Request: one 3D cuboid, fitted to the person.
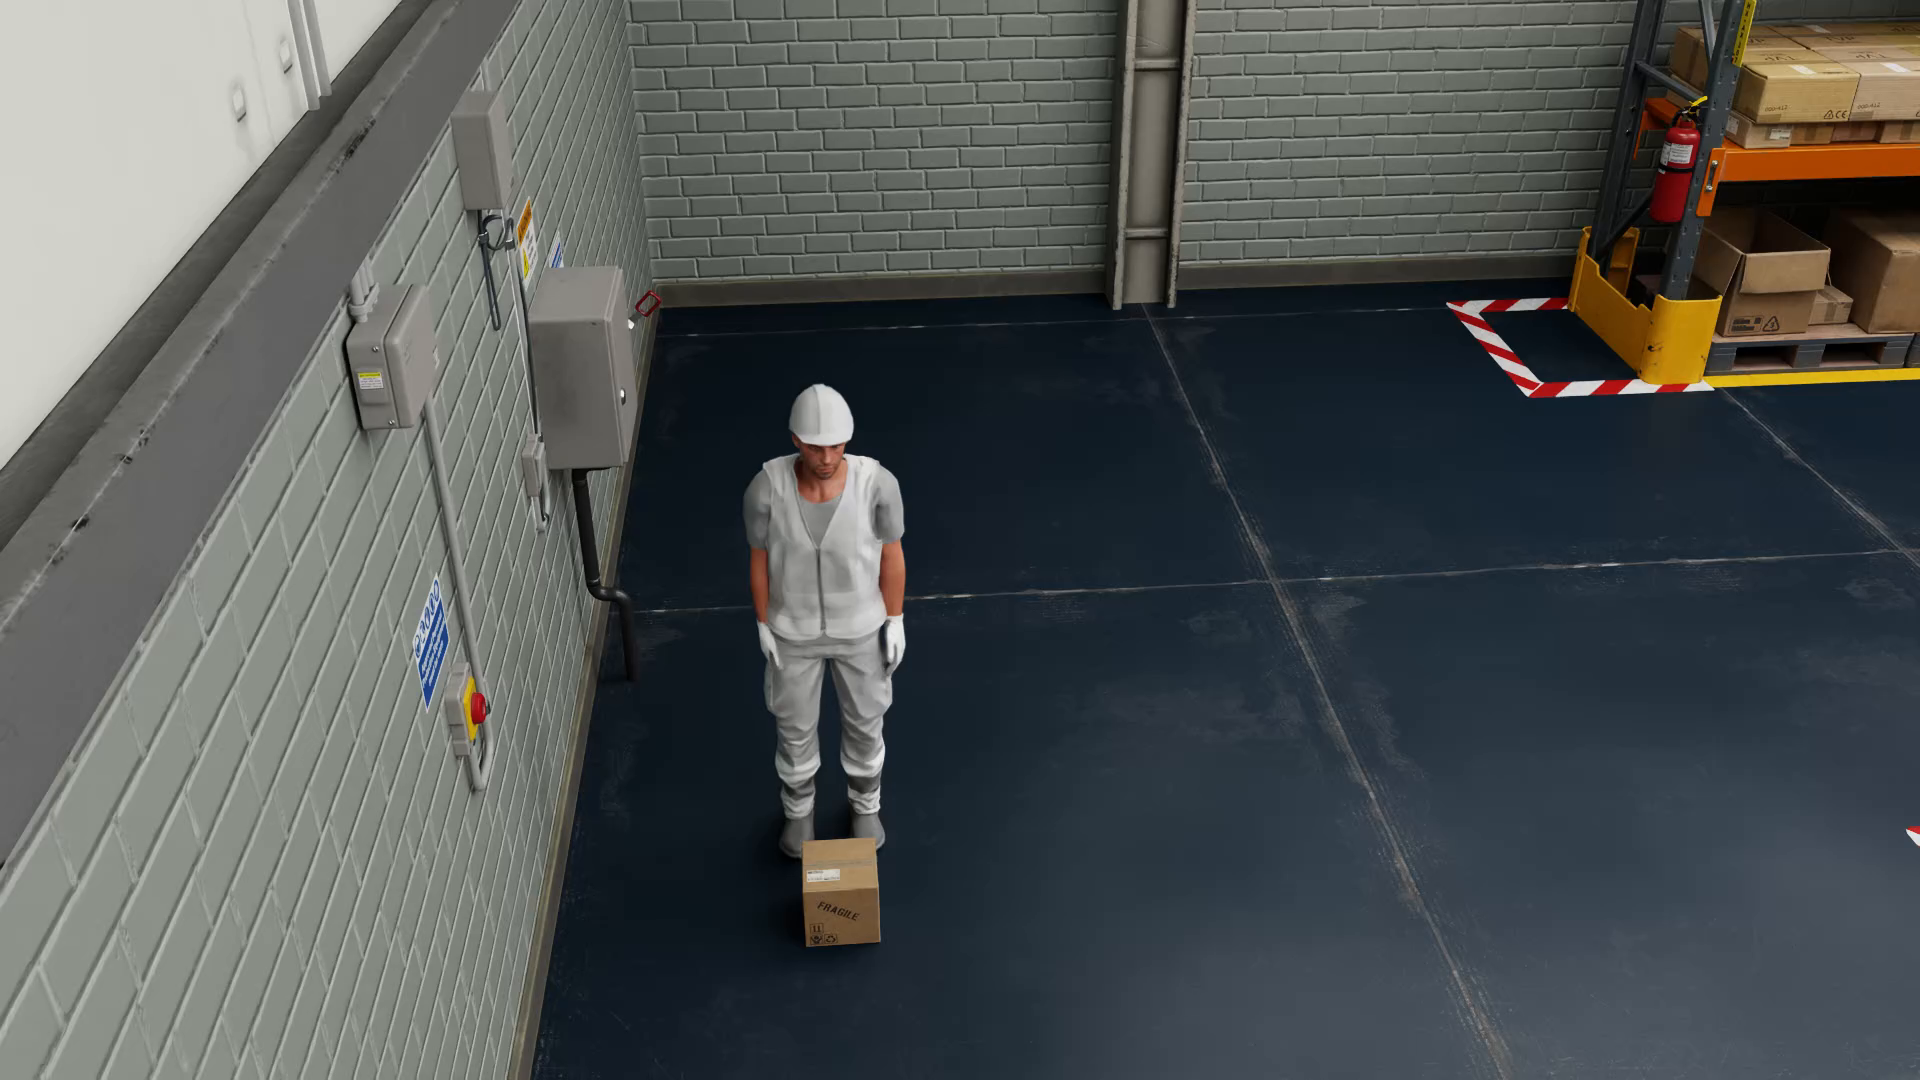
[{"bbox_3d":[-0.441,0.295,5.619,0.526,1.783,0.346,-2,31,-4],"label":"person"}]
